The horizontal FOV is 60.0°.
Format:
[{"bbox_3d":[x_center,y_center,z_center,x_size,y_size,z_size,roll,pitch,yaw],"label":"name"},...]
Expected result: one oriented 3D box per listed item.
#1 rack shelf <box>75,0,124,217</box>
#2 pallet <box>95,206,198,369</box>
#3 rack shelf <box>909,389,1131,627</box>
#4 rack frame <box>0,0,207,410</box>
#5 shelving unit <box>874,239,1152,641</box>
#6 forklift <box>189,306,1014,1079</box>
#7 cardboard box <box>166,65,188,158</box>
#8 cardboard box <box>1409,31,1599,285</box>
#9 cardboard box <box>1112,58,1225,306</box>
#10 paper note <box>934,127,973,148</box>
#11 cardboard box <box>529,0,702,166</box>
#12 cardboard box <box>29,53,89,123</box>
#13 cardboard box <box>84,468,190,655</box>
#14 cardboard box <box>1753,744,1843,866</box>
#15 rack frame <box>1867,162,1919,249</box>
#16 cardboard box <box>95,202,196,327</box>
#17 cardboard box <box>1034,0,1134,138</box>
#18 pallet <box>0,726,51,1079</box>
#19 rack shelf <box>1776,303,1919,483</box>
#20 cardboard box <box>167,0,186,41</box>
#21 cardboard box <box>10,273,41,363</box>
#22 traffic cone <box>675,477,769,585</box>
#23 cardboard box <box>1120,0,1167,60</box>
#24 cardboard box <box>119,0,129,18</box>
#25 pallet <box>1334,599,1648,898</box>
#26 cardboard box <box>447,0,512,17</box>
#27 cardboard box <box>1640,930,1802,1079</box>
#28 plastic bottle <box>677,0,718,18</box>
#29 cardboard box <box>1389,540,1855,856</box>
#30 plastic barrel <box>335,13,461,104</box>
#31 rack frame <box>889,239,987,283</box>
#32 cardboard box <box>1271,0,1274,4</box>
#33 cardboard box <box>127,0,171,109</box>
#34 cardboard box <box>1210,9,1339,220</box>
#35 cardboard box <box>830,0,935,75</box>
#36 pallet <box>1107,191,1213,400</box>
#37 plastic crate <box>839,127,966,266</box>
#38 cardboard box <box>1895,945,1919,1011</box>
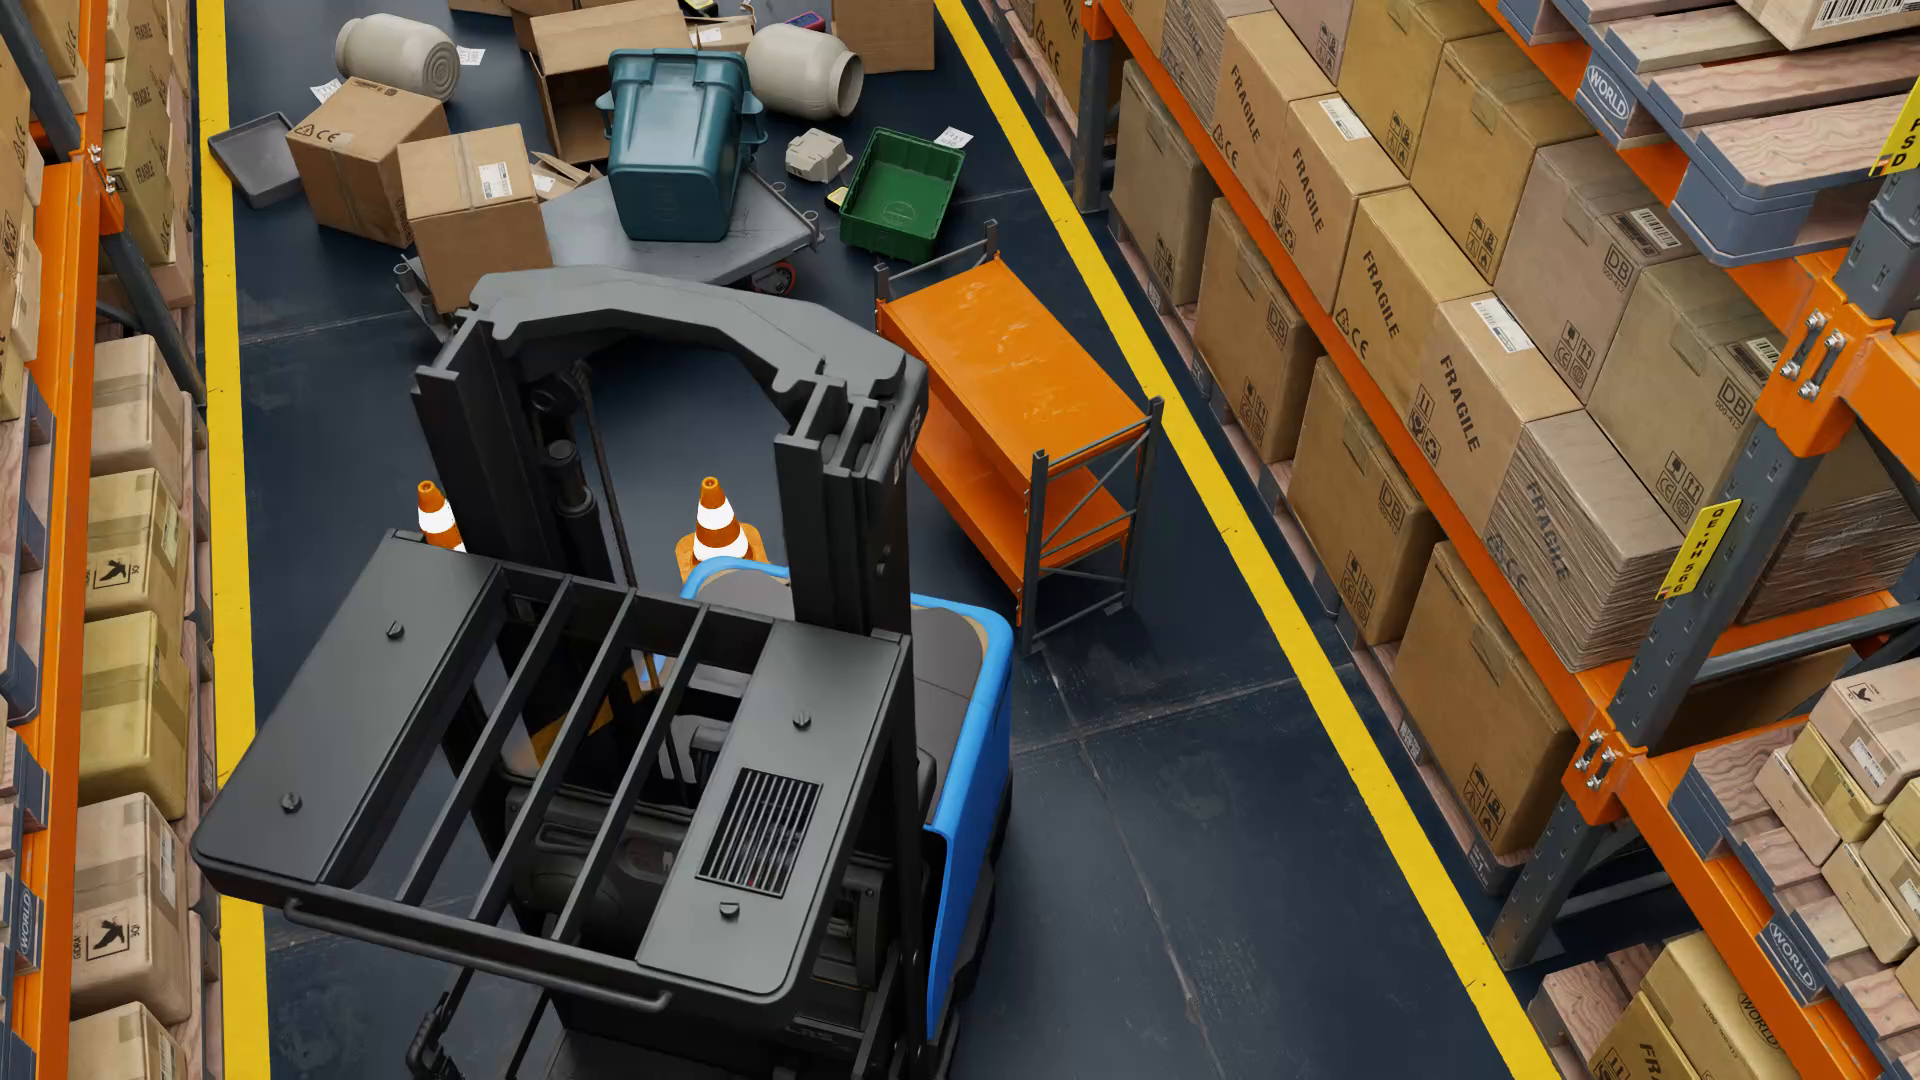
[{"bbox_3d":[-4.260,-2.686,7.313,1.077,0.370,4.000,-13,51,-11],"label":"rack shelf"},{"bbox_3d":[-3.901,-1.041,7.279,1.003,0.211,1.213,-13,51,-11],"label":"pallet"},{"bbox_3d":[0.170,-0.206,6.275,0.538,0.278,1.000,-25,56,-20],"label":"rack shelf"},{"bbox_3d":[-3.669,-1.457,5.806,1.000,3.000,0.127,-13,51,-11],"label":"rack frame"},{"bbox_3d":[0.175,-0.358,6.084,0.538,0.981,1.030,-25,56,-20],"label":"shelving unit"},{"bbox_3d":[-0.690,0.994,3.843,1.129,2.843,3.031,11,51,9],"label":"forklift"},{"bbox_3d":[-3.913,-1.973,7.764,0.500,0.250,0.500,-14,51,-11],"label":"cardboard box"},{"bbox_3d":[1.785,-1.157,4.834,0.700,0.500,0.500,-14,51,-12],"label":"cardboard box"},{"bbox_3d":[1.300,-1.627,7.147,1.050,0.750,0.750,-14,51,-11],"label":"cardboard box"},{"bbox_3d":[-0.034,-1.980,8.188,0.142,0.020,0.147,26,55,20],"label":"paper note"},{"bbox_3d":[-1.629,-2.226,7.999,0.797,0.637,0.503,-13,51,-11],"label":"cardboard box"},{"bbox_3d":[-3.455,-1.679,6.157,0.380,0.149,0.250,-14,51,-11],"label":"cardboard box"},{"bbox_3d":[-2.485,2.124,3.010,0.950,2.239,7.527,-10,51,-9],"label":"cardboard box"},{"bbox_3d":[2.153,0.589,3.971,0.380,0.149,0.250,-14,51,-11],"label":"cardboard box"},{"bbox_3d":[2.213,-1.662,2.055,1.000,3.000,0.127,-13,51,-11],"label":"rack frame"},{"bbox_3d":[-3.585,-1.198,7.112,0.500,0.250,0.500,-15,52,-13],"label":"cardboard box"},{"bbox_3d":[0.911,-2.576,7.864,0.875,0.875,0.875,-13,51,-10],"label":"cardboard box"},{"bbox_3d":[-2.798,1.030,3.835,1.213,0.211,1.003,-13,51,-11],"label":"pallet"},{"bbox_3d":[2.805,0.997,2.246,1.077,0.370,4.000,-13,51,-11],"label":"rack shelf"},{"bbox_3d":[-4.210,-2.718,8.393,0.500,0.250,0.500,-13,51,-11],"label":"cardboard box"},{"bbox_3d":[-3.002,-0.636,5.004,0.380,0.149,0.250,-13,51,-11],"label":"cardboard box"},{"bbox_3d":[-0.923,-0.065,6.292,0.336,0.463,0.334,-13,51,-11],"label":"traffic cone"},{"bbox_3d":[0.929,-2.238,6.399,0.500,0.500,0.500,-13,51,-11],"label":"cardboard box"},{"bbox_3d":[-3.801,-2.325,7.147,0.380,0.149,0.250,-11,51,-9],"label":"cardboard box"},{"bbox_3d":[2.052,0.577,5.915,1.003,0.211,1.213,-13,51,-11],"label":"pallet"},{"bbox_3d":[-2.534,-2.960,8.938,0.380,0.149,0.250,10,51,8],"label":"cardboard box"},{"bbox_3d":[2.186,1.258,4.387,0.500,0.250,0.500,-15,52,-13],"label":"cardboard box"},{"bbox_3d":[-1.389,-2.864,8.914,0.133,0.061,0.283,-30,56,-23],"label":"plastic bottle"},{"bbox_3d":[2.119,0.396,5.441,1.050,0.750,0.750,-14,51,-11],"label":"cardboard box"},{"bbox_3d":[-2.794,-2.382,8.271,0.512,0.421,0.421,18,52,14],"label":"plastic barrel"},{"bbox_3d":[-0.094,-0.698,6.349,0.475,0.981,0.013,-25,56,-20],"label":"rack frame"},{"bbox_3d":[1.337,-2.268,5.771,0.700,0.500,0.500,-14,51,-12],"label":"cardboard box"},{"bbox_3d":[-3.906,-2.207,7.472,0.500,0.500,0.500,-11,51,-9],"label":"cardboard box"},{"bbox_3d":[1.224,-1.503,5.780,0.500,0.500,0.500,-14,51,-11],"label":"cardboard box"},{"bbox_3d":[-0.409,-2.747,8.527,0.500,0.500,0.500,-6,50,-5],"label":"cardboard box"},{"bbox_3d":[1.330,-1.205,7.417,1.003,0.211,1.213,-13,51,-11],"label":"pallet"},{"bbox_3d":[-0.273,-1.593,7.722,0.450,0.188,0.662,16,51,0],"label":"plastic crate"},{"bbox_3d":[2.312,0.982,3.639,0.380,0.149,0.250,-11,51,-9],"label":"cardboard box"}]
